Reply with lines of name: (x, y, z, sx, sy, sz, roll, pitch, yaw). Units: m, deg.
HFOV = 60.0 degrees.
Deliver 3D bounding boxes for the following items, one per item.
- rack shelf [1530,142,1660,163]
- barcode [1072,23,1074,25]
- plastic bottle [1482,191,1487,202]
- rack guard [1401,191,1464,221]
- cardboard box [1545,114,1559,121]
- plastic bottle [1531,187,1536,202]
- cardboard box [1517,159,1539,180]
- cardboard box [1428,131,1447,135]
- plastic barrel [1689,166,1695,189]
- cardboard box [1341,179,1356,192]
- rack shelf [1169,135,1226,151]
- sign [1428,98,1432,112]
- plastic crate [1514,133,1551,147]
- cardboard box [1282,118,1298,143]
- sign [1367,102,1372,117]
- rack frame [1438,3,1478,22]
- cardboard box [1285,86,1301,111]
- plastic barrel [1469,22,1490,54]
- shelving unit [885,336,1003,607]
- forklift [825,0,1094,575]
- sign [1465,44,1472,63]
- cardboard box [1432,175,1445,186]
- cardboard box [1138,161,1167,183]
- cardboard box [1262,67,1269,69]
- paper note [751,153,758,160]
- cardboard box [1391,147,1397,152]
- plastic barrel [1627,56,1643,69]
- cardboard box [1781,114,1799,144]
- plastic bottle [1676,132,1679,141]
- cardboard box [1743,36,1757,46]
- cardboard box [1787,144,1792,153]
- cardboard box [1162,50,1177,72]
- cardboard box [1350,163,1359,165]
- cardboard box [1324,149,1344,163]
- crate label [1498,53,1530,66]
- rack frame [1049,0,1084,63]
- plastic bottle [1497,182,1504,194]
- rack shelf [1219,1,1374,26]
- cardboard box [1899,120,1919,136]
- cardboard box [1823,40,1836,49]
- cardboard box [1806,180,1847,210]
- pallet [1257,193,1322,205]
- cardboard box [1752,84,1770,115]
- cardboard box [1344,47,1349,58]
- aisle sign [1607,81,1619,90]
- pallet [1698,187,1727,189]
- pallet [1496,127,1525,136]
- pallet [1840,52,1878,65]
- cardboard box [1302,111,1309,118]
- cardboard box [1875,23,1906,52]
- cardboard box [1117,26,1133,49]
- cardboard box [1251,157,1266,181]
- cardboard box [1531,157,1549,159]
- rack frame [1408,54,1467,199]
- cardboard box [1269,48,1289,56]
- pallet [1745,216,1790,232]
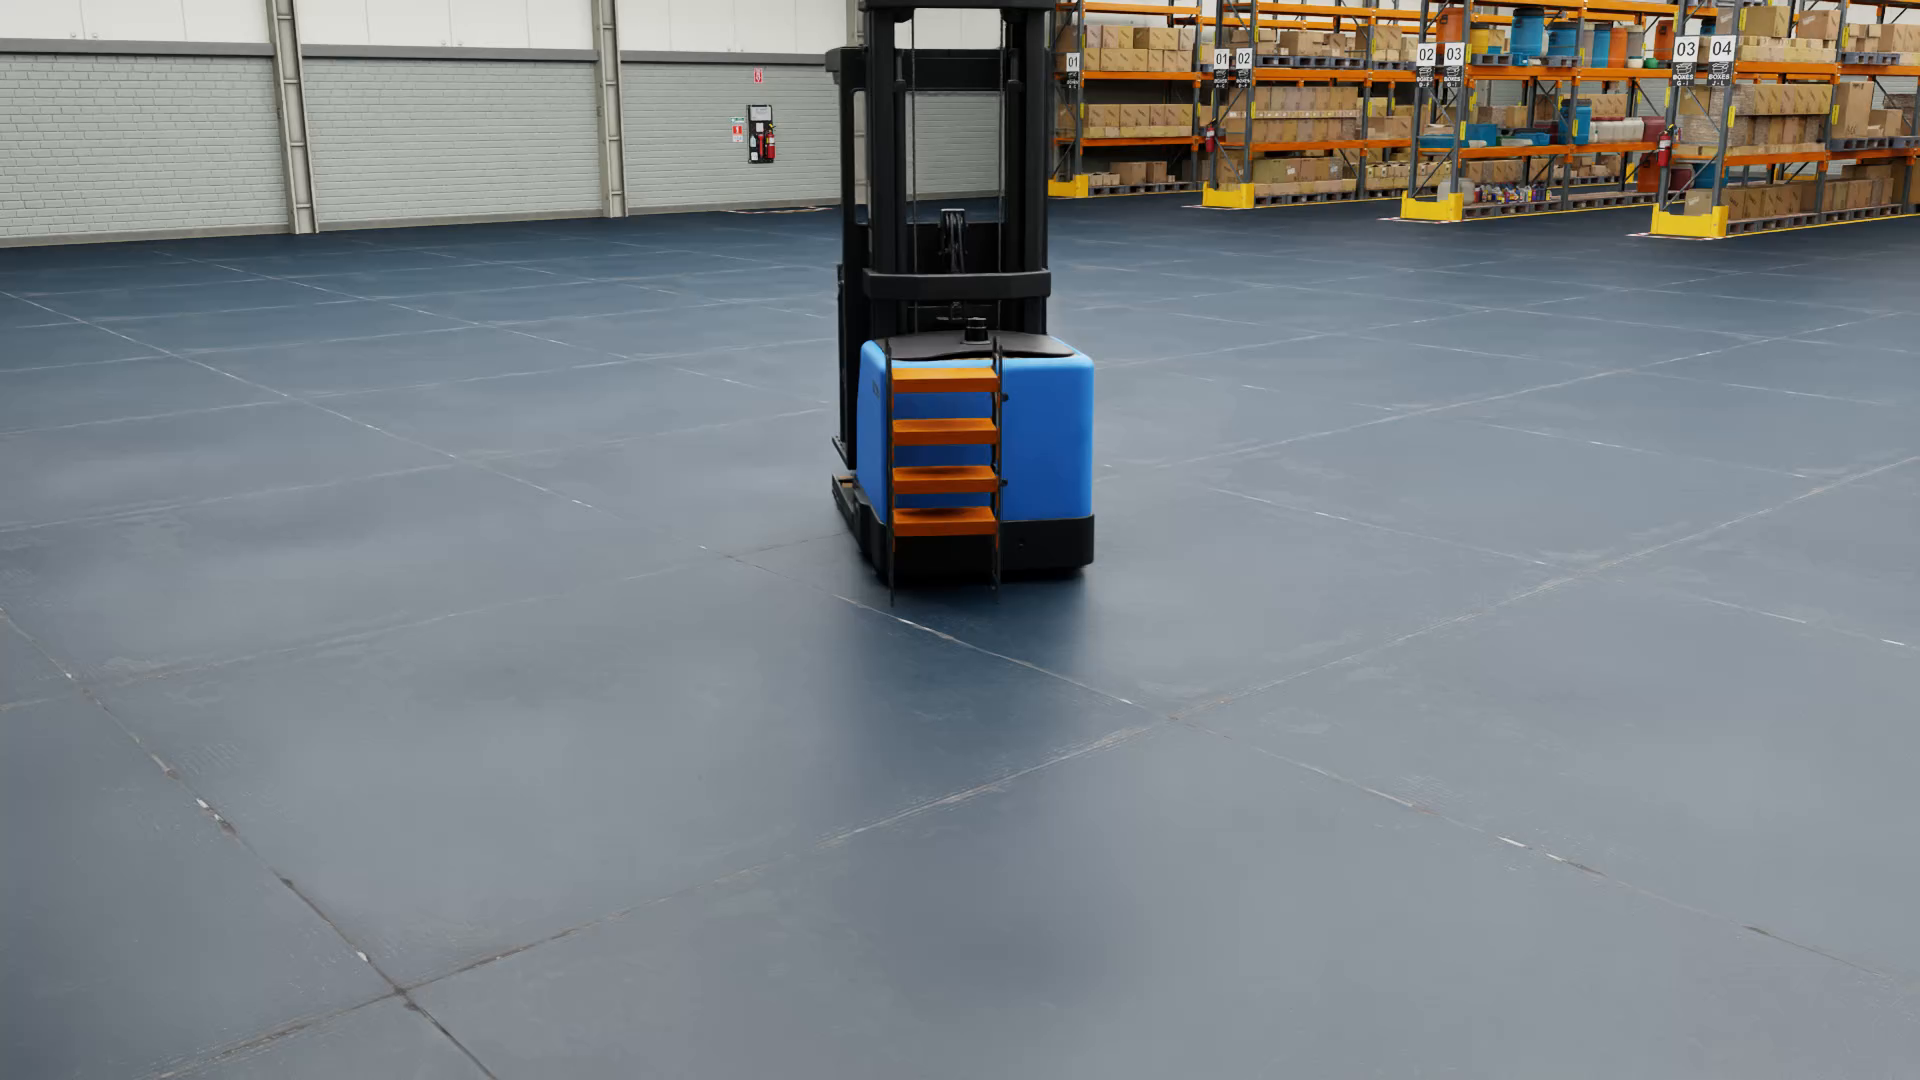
rack shelf: (13.448, -8.200, 35.030, 4.000, 0.370, 1.077, -13, 19, -39)
barcode: (2.626, -11.948, 38.561, 0.075, 0.075, 0.001, -13, 19, -39)
plastic bottle: (10.428, -6.828, 33.070, 0.097, 0.201, 0.097, 0, 15, 0)
rack guard: (8.948, -6.346, 31.537, 0.348, 0.500, 1.175, -13, 19, -39)
cardboard box: (15.289, -10.611, 42.467, 0.500, 0.500, 0.500, -12, 19, -38)
plastic bottle: (11.402, -6.876, 33.089, 0.133, 0.283, 0.061, -11, 19, -36)
cardboard box: (14.163, -9.312, 41.792, 0.500, 0.500, 0.500, -13, 19, -39)
cardboard box: (11.211, -9.524, 39.079, 0.250, 0.149, 0.380, -13, 19, -39)
plastic barrel: (16.534, -8.278, 37.935, 0.421, 0.512, 0.421, 0, 15, 0)
cardboard box: (8.484, -7.927, 37.129, 0.500, 0.250, 0.500, -13, 19, -39)
rack shelf: (6.945, -10.129, 42.251, 4.000, 0.370, 1.077, -13, 19, -39)
sign: (11.345, -10.477, 40.069, 0.005, 0.325, 0.100, -13, 19, -39)
plastic crate: (11.282, -7.897, 32.788, 0.616, 0.251, 0.499, -13, 19, -39)
cardboard box: (6.805, -8.794, 35.666, 0.500, 0.500, 0.700, -12, 19, -39)
sign: (9.056, -9.522, 36.756, 0.005, 0.325, 0.100, -13, 19, -39)
rack frame: (11.708, -12.750, 39.044, 0.127, 3.000, 1.000, -13, 19, -39)
cardboard box: (6.846, -9.432, 35.543, 0.500, 0.500, 0.700, -13, 19, -39)
plastic barrel: (9.698, -9.492, 31.482, 0.600, 0.588, 0.600, 0, 15, 0)
shelving unit: (-0.077, -0.309, 7.567, 0.503, 1.200, 0.258, -2, 17, -6)
forklift: (-0.125, -1.584, 9.000, 1.130, 2.935, 3.031, -3, 15, -10)
sign: (9.279, -8.877, 30.340, 0.005, 0.325, 0.100, -13, 19, -39)
cardboard box: (11.085, -8.501, 39.278, 0.500, 0.250, 0.500, -13, 20, -40)
cardboard box: (4.679, -8.959, 40.468, 0.500, 0.500, 0.500, 14, 21, 43)
cardboard box: (7.415, -12.122, 42.269, 0.637, 0.503, 0.797, -9, 18, -32)
paper note: (-4.216, -7.877, 34.134, 0.142, 0.148, 0.016, -13, 19, -39)
cardboard box: (12.457, -11.057, 47.103, 0.250, 0.149, 0.380, -13, 20, -41)
plastic barrel: (14.151, -10.008, 34.860, 0.301, 0.262, 0.301, 0, 15, 0)
cardboard box: (14.099, -7.190, 29.086, 0.500, 0.500, 0.875, -13, 19, -39)
plastic bottle: (15.674, -8.832, 36.386, 0.097, 0.201, 0.097, 0, 15, 0)
cardboard box: (12.792, -8.163, 27.203, 0.250, 0.149, 0.380, -12, 19, -38)
cardboard box: (14.246, -6.827, 28.984, 0.250, 0.149, 0.380, -13, 19, -39)
cardboard box: (4.827, -11.428, 39.675, 0.500, 0.500, 0.500, 14, 20, 42)
cardboard box: (9.196, -8.533, 38.310, 0.500, 0.311, 0.500, -12, 19, -38)
cardboard box: (9.759, -10.226, 44.571, 0.750, 0.750, 0.750, -13, 20, -40)
crate label: (10.551, -9.161, 31.711, 0.408, 0.251, 0.502, -13, 19, -39)
rack frame: (2.418, -12.358, 37.579, 0.127, 3.000, 1.000, -13, 19, -39)
plastic bottle: (10.915, -7.054, 33.625, 0.185, 0.351, 0.144, -14, 20, -42)
rack shelf: (7.182, -11.193, 35.383, 4.000, 0.370, 1.077, -13, 19, -39)
cardboard box: (18.753, -8.000, 32.693, 0.500, 0.500, 0.500, -12, 19, -38)
cardboard box: (15.135, -8.703, 29.223, 0.250, 0.149, 0.380, -12, 19, -38)
cardboard box: (16.040, -6.426, 30.987, 0.500, 0.500, 0.700, -13, 20, -40)
pallet: (7.142, -7.492, 36.390, 1.213, 0.211, 1.003, -13, 19, -39)
cardboard box: (13.149, -7.365, 27.804, 0.500, 0.500, 0.500, -13, 19, -39)
cardboard box: (9.937, -12.896, 44.357, 0.500, 0.500, 0.700, -13, 20, -39)
aisle sign: (17.602, -12.531, 44.814, 0.004, 0.787, 0.394, -13, 19, -39)
pallet: (17.365, -8.094, 38.644, 1.213, 0.211, 1.003, -13, 19, -39)
pallet: (13.172, -10.089, 41.080, 1.213, 0.211, 1.003, -13, 19, -39)
pallet: (15.726, -8.687, 30.010, 1.003, 0.211, 1.213, -13, 19, -39)
cardboard box: (7.270, -9.143, 35.714, 0.250, 0.149, 0.380, -12, 19, -39)
cardboard box: (17.249, -9.362, 31.011, 0.500, 0.500, 0.500, -12, 19, -38)
cardboard box: (3.659, -11.632, 38.503, 0.500, 0.500, 0.500, -12, 19, -38)
cardboard box: (6.627, -8.054, 36.150, 0.500, 0.500, 0.500, -13, 19, -39)
cardboard box: (14.969, -9.686, 43.189, 0.500, 0.500, 0.500, -13, 19, -39)
rack frame: (8.922, -7.531, 31.132, 0.127, 3.000, 1.000, -13, 19, -39)
cardboard box: (6.676, -10.259, 34.935, 0.250, 0.149, 0.380, -13, 19, -39)
pallet: (13.786, -5.569, 29.190, 1.213, 0.211, 1.003, -13, 19, -39)
